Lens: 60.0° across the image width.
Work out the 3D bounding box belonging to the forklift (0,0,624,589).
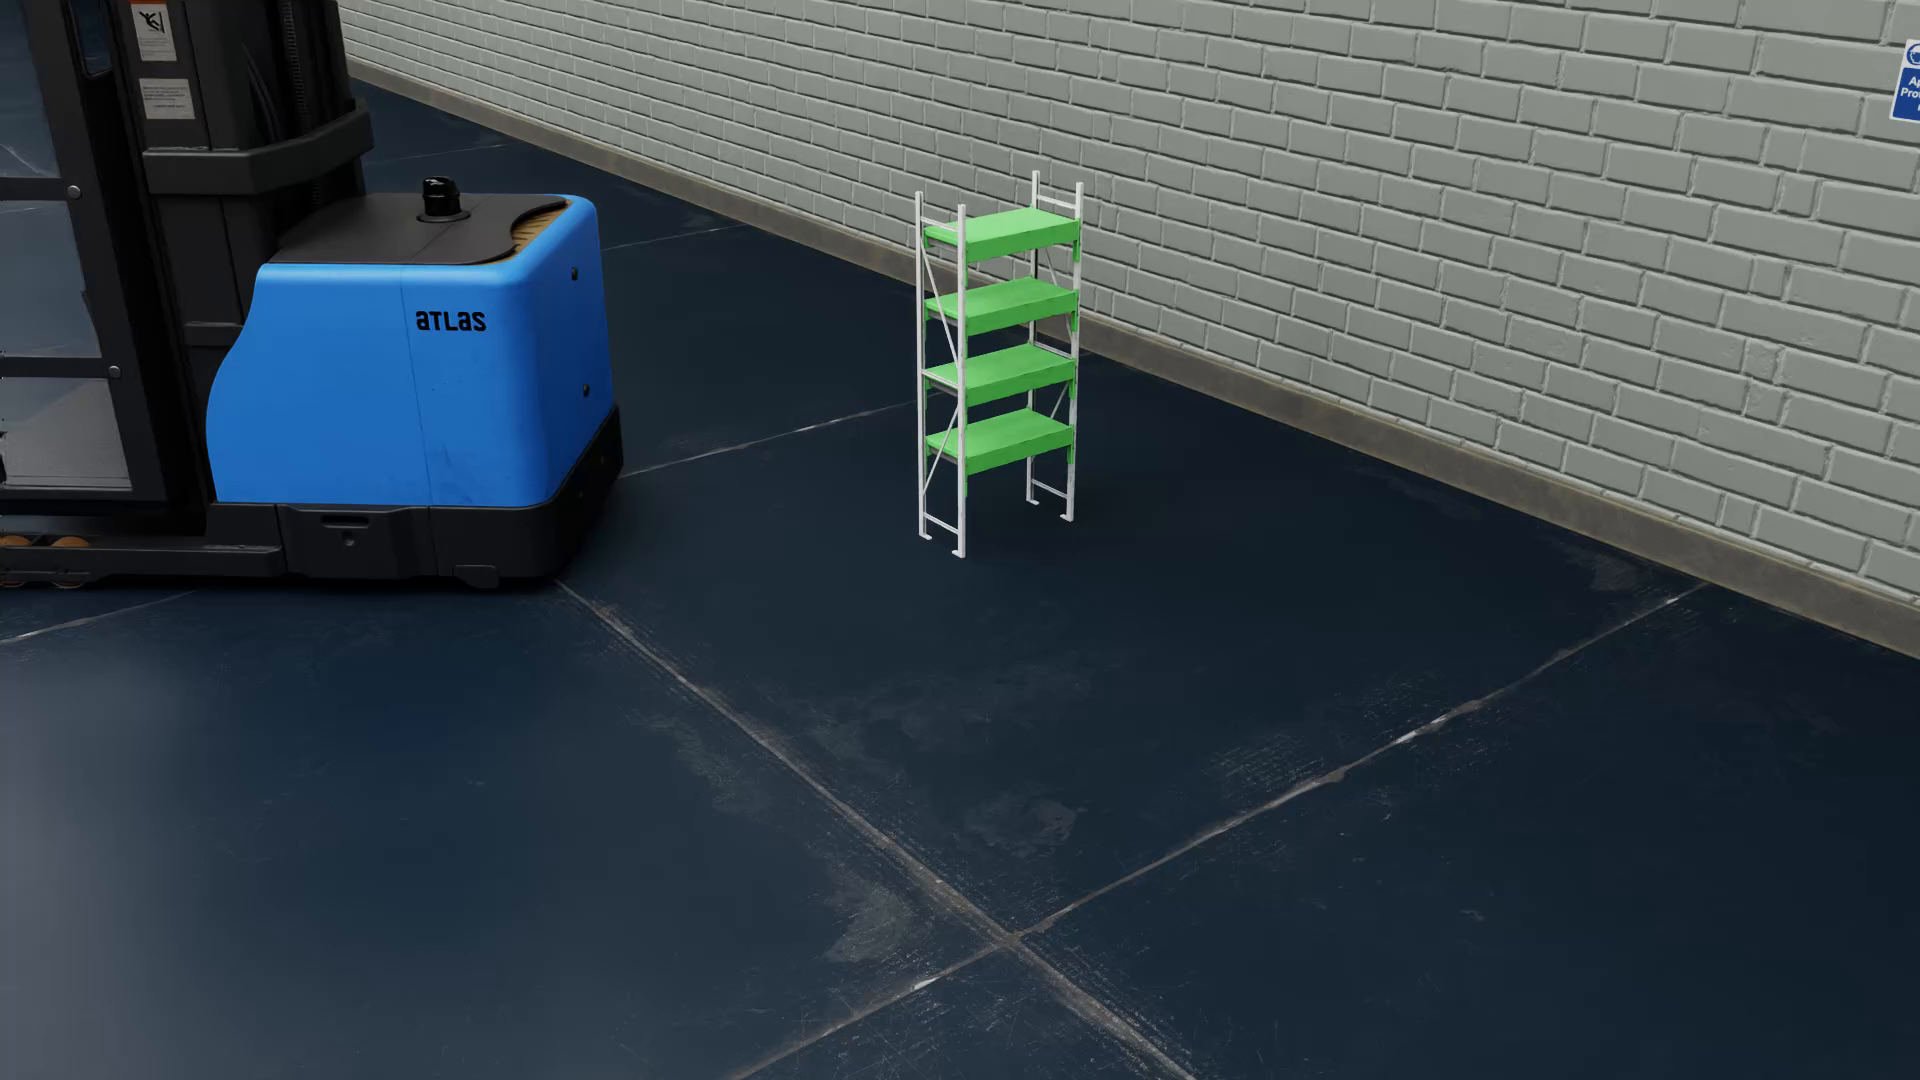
[{"bbox_3d":[-2.782,-1.391,5.266,3.031,2.935,1.130,1,25,2],"label":"forklift"}]

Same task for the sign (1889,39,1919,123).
[{"bbox_3d":[2.712,-1.228,4.513,0.001,0.218,0.327,-18,31,-34],"label":"sign"}]

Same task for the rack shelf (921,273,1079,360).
[{"bbox_3d":[0.130,-0.747,5.516,0.480,0.148,0.258,-18,31,-34],"label":"rack shelf"}]

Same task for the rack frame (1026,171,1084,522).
[{"bbox_3d":[0.322,-0.651,5.727,0.015,1.200,0.240,-18,31,-34],"label":"rack frame"}]

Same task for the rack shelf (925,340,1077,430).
[{"bbox_3d":[0.130,-0.529,5.617,0.480,0.148,0.258,-18,31,-34],"label":"rack shelf"}]

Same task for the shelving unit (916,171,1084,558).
[{"bbox_3d":[0.130,-0.587,5.590,0.503,1.200,0.258,-18,31,-34],"label":"shelving unit"}]

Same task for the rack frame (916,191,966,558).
[{"bbox_3d":[-0.062,-0.524,5.453,0.015,1.200,0.240,-18,31,-34],"label":"rack frame"}]

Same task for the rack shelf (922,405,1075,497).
[{"bbox_3d":[0.130,-0.312,5.718,0.480,0.148,0.258,-18,31,-34],"label":"rack shelf"}]

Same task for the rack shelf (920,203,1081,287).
[{"bbox_3d":[0.130,-0.965,5.415,0.480,0.148,0.258,-18,31,-34],"label":"rack shelf"}]
